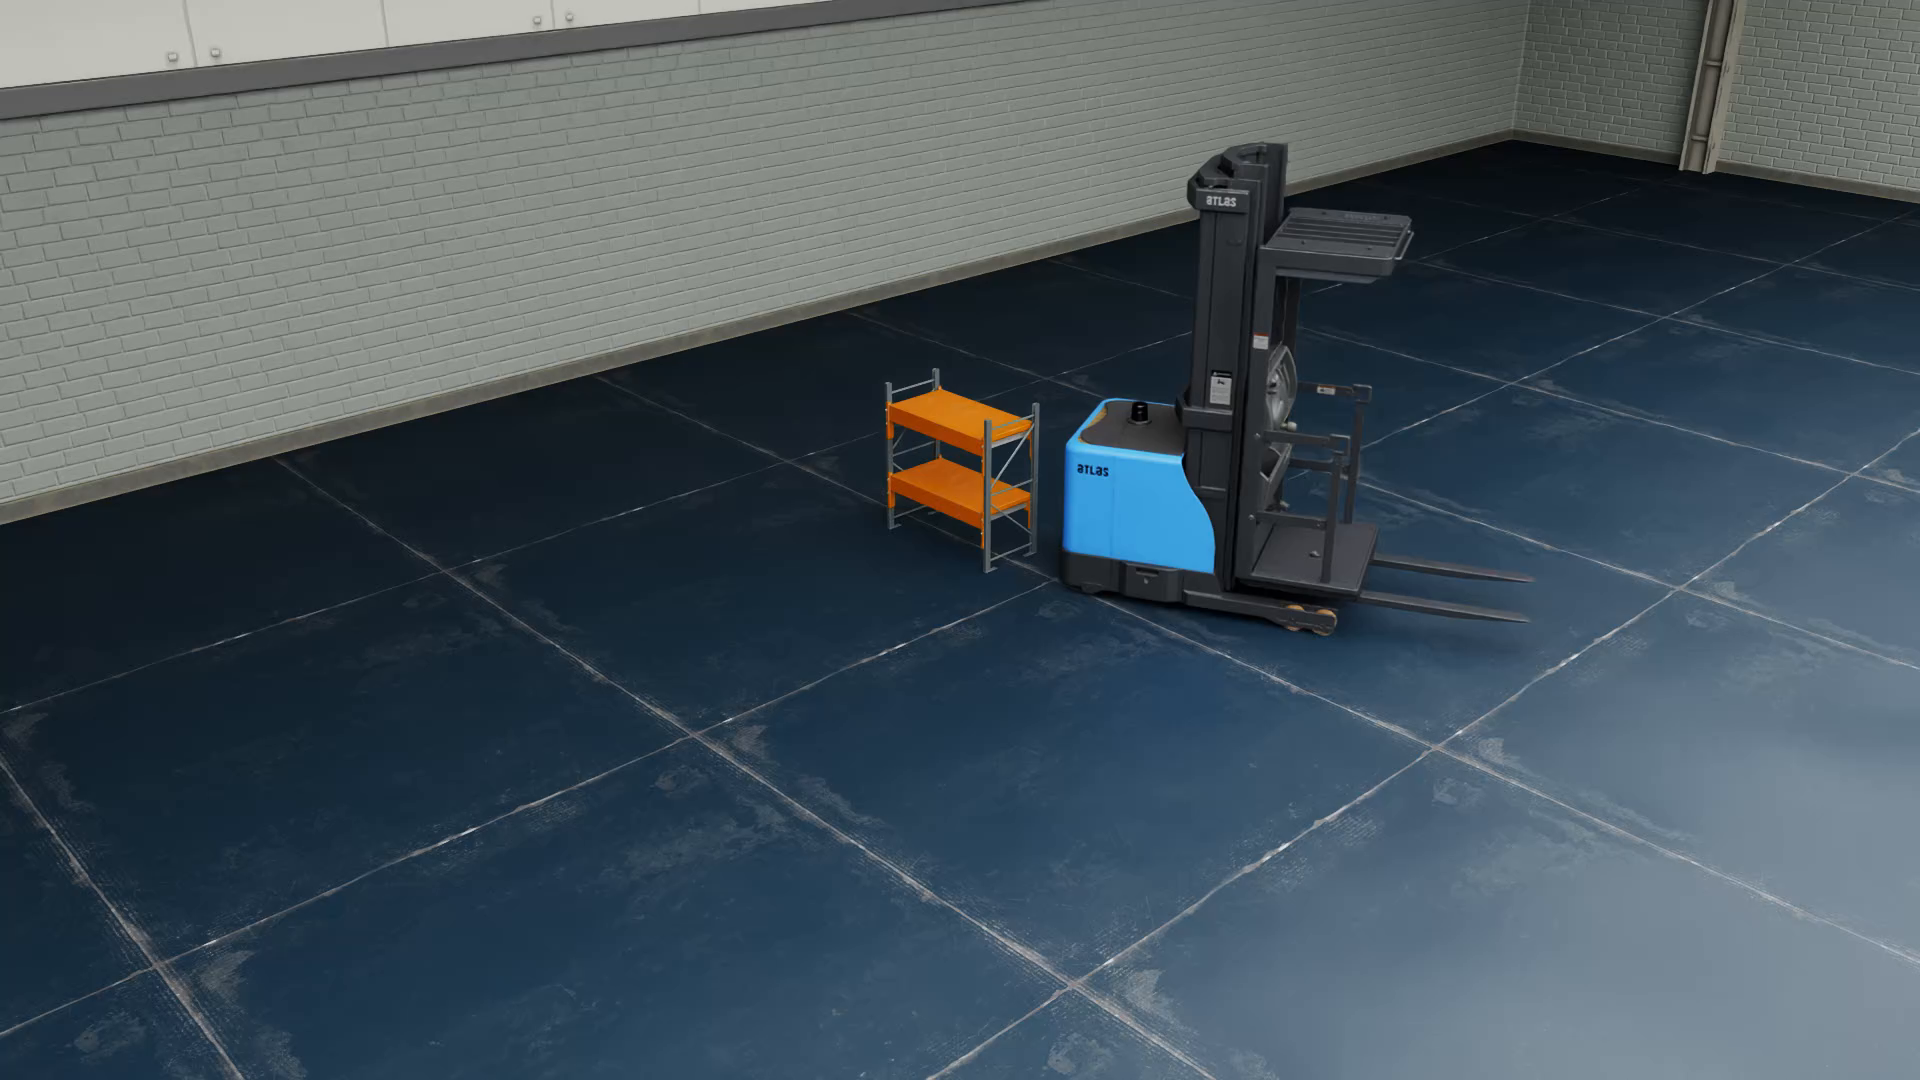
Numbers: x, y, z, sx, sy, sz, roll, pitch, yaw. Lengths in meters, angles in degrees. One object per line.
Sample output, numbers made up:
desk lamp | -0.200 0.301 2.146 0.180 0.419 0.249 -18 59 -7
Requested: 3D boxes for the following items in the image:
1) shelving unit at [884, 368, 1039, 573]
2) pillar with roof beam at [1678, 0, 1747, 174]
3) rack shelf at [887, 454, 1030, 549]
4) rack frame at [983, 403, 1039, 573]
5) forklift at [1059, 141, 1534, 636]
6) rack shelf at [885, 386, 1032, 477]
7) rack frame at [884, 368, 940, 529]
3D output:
shelving unit | 0.005 -0.510 11.809 0.538 1.125 1.048 -21 32 -38
pillar with roof beam | 7.272 -8.098 18.956 9.100 9.000 0.400 -21 32 -38
rack shelf | 0.005 -0.287 11.910 0.538 0.278 1.000 -21 32 -38
rack frame | 0.352 -0.356 11.471 0.500 1.125 0.032 -21 32 -38
forklift | 2.248 -0.968 10.638 3.031 2.935 1.130 9 26 18
rack shelf | 0.005 -0.776 11.687 0.538 0.278 1.000 -21 32 -38
rack frame | -0.343 -0.664 12.146 0.500 1.125 0.032 -21 32 -38
